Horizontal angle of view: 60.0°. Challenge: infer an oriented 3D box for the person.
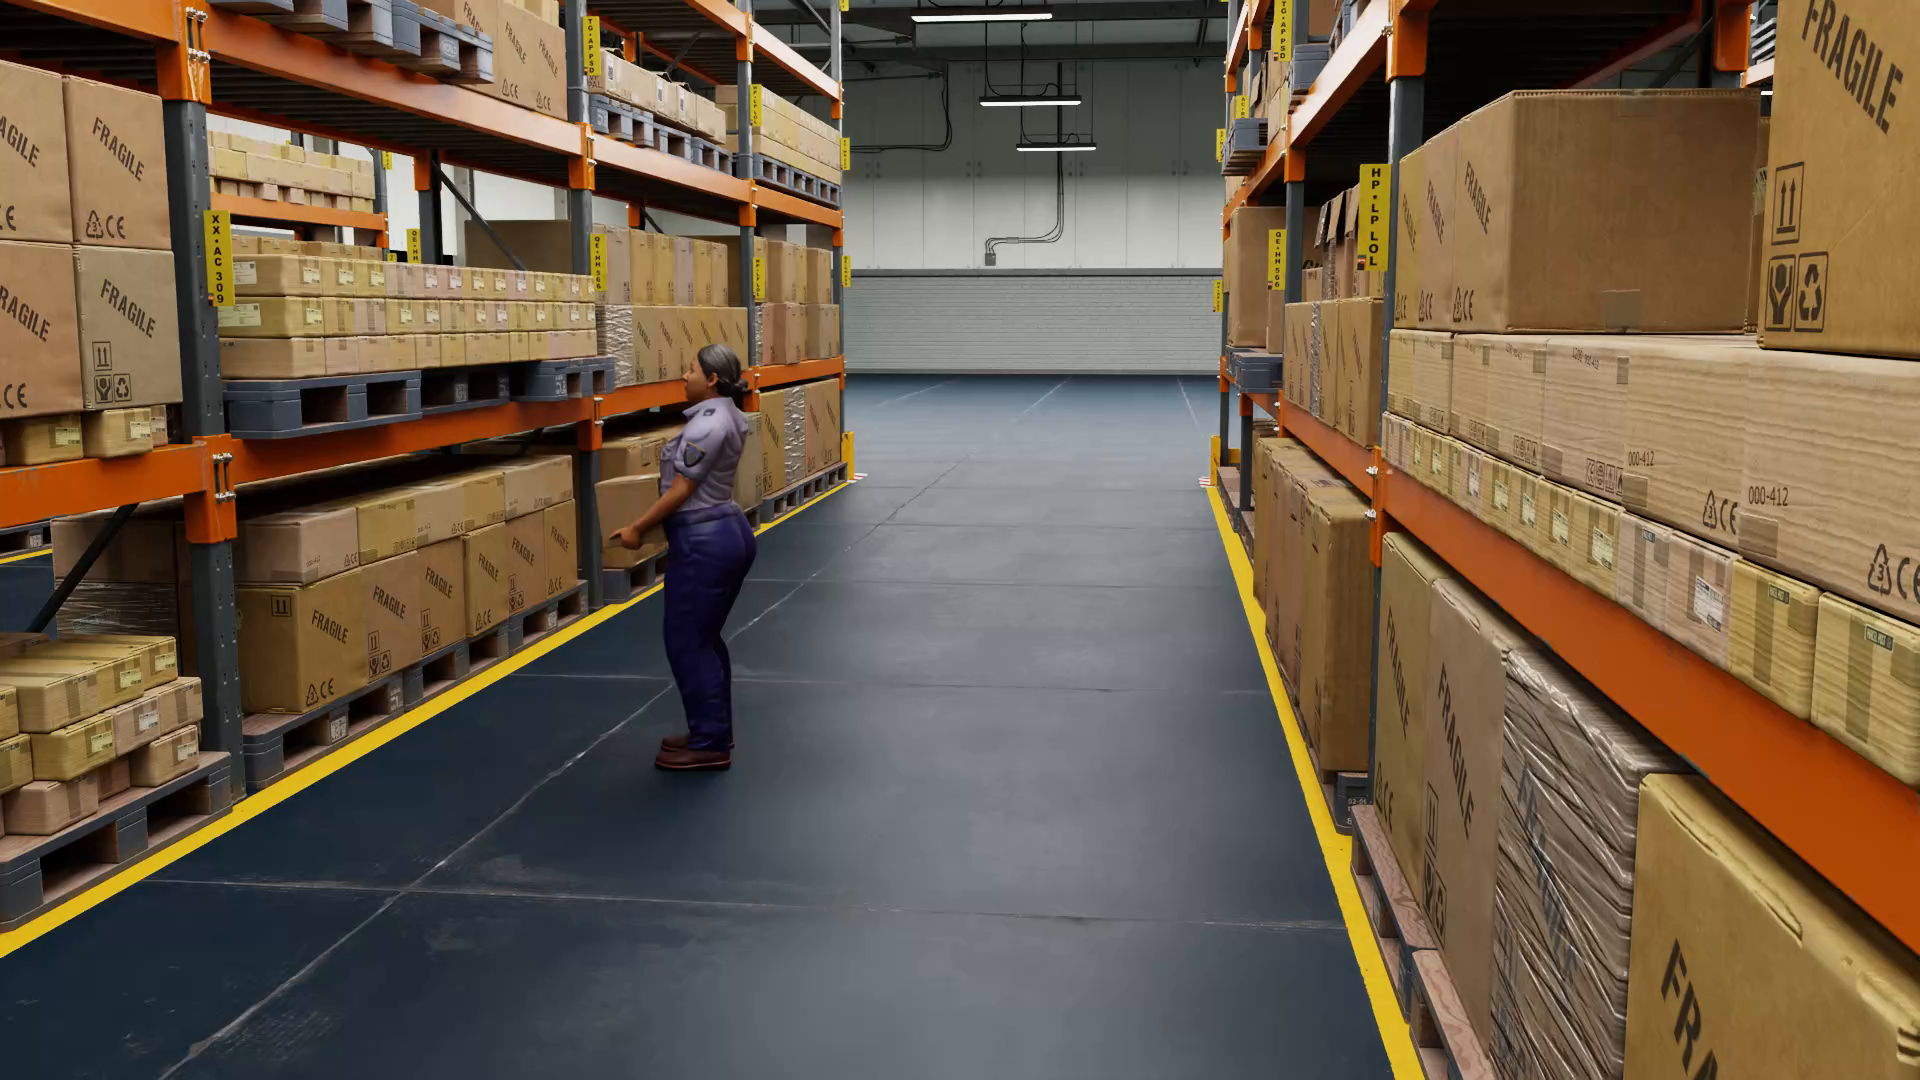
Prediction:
[{"bbox_3d":[-1.069,0.057,6.479,0.524,1.636,0.453,1,8,7],"label":"person"}]
